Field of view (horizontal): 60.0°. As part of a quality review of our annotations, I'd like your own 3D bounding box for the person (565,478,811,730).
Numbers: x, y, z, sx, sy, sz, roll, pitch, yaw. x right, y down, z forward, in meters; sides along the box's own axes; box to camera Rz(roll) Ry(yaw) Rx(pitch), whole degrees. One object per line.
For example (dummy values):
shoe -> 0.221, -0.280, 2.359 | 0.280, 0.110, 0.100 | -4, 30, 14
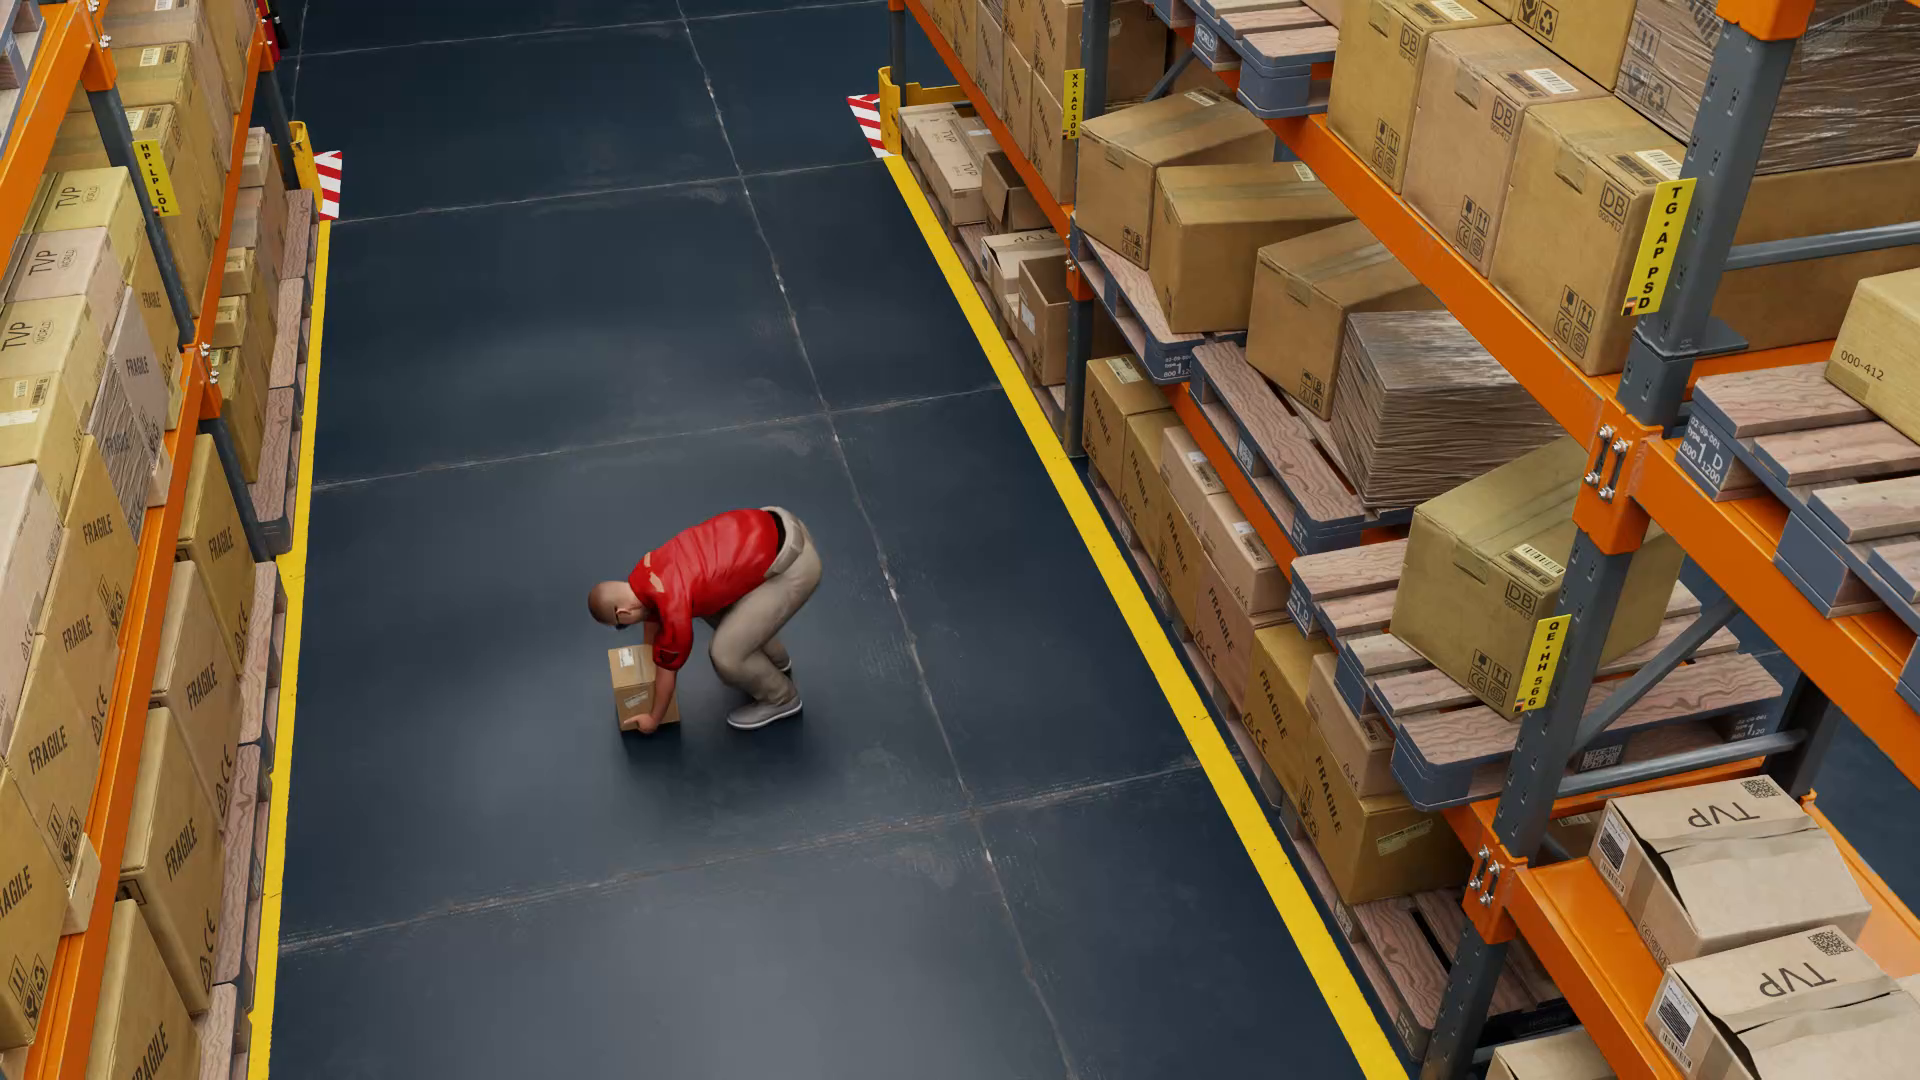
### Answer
person -> -1.084, 0.260, 6.868 | 0.950, 1.151, 0.491 | -11, 39, -13
